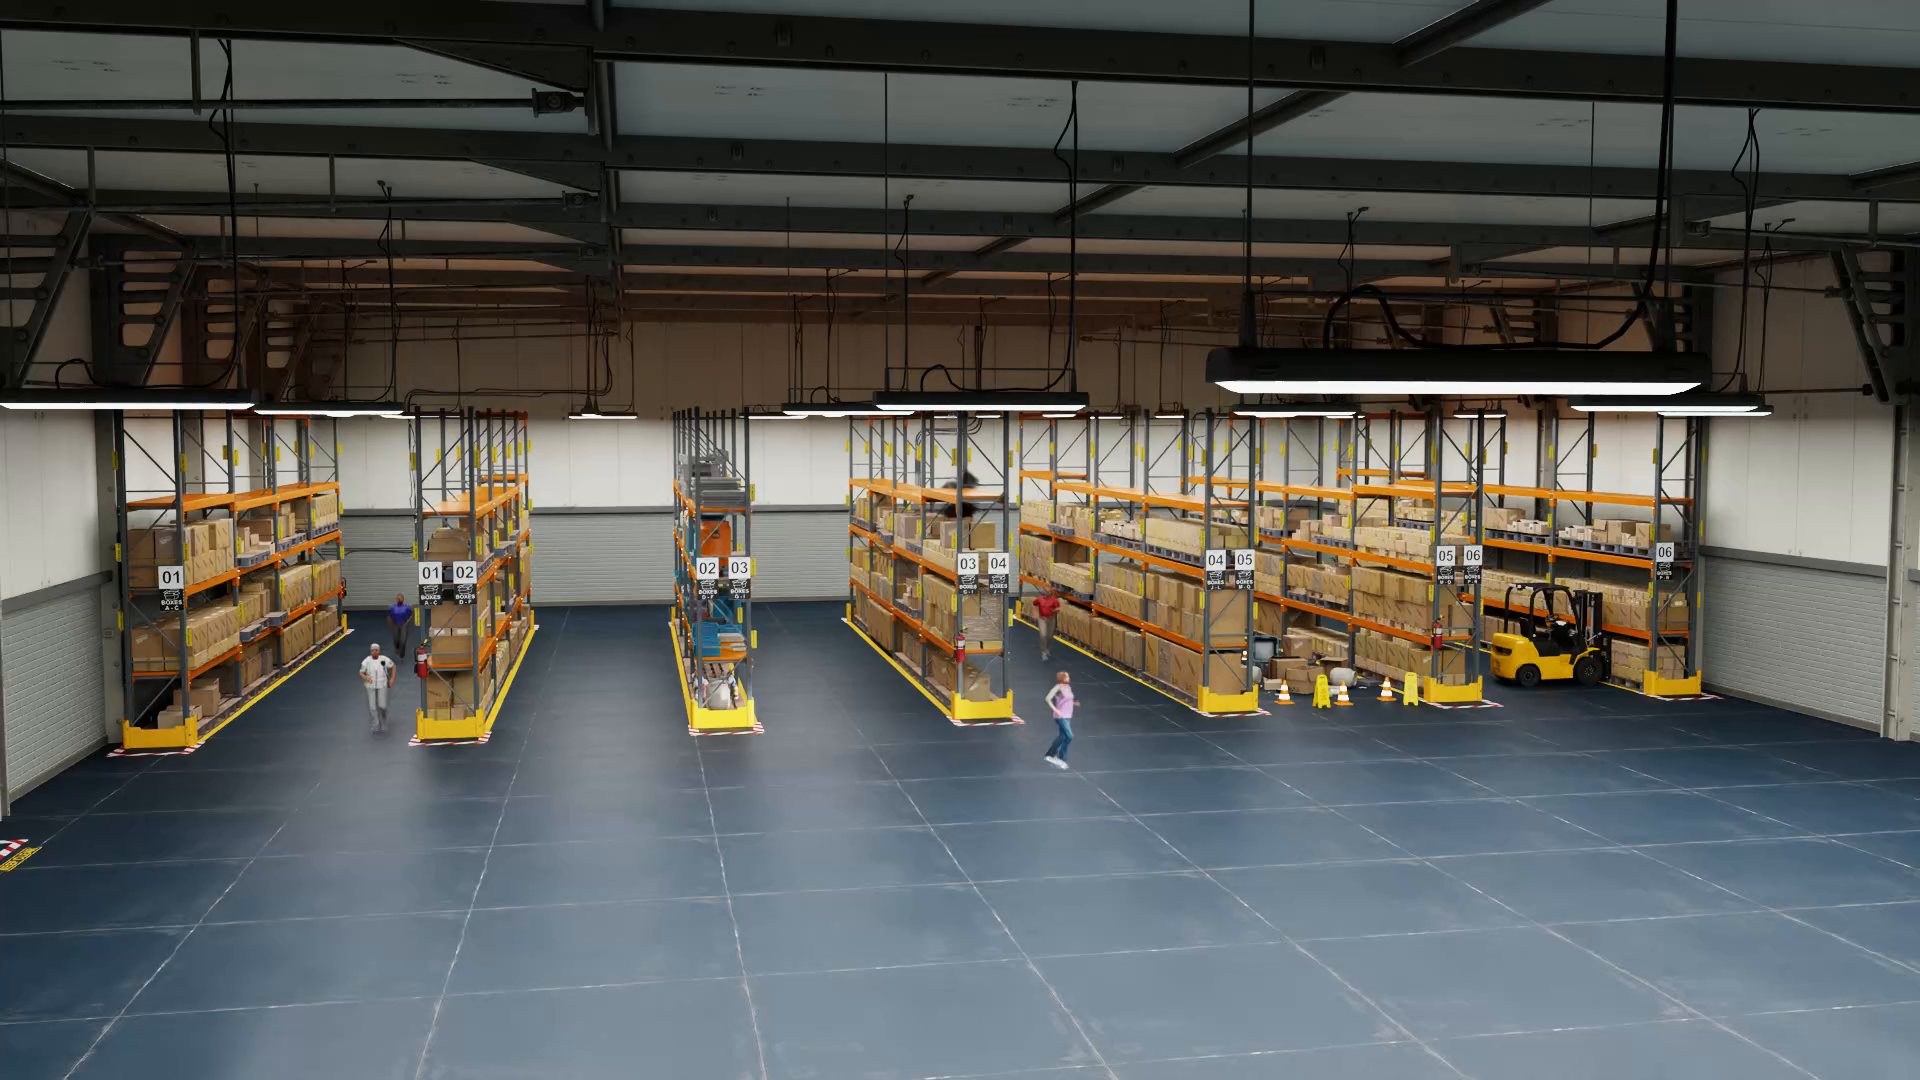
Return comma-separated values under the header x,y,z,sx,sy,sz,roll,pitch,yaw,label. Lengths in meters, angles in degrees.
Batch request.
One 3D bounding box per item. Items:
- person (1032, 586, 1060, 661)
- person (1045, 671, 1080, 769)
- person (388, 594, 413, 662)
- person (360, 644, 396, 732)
x,y,z,sx,sy,sz,roll,pitch,yaw,label
2.094,1.988,40.114,0.653,1.748,0.902,-1,4,-9,person
1.698,2.988,27.543,0.601,1.660,0.540,2,5,26,person
-13.387,2.103,39.793,0.583,1.615,0.558,-1,4,-16,person
-10.714,2.730,30.601,0.626,1.658,0.637,-1,4,-15,person
